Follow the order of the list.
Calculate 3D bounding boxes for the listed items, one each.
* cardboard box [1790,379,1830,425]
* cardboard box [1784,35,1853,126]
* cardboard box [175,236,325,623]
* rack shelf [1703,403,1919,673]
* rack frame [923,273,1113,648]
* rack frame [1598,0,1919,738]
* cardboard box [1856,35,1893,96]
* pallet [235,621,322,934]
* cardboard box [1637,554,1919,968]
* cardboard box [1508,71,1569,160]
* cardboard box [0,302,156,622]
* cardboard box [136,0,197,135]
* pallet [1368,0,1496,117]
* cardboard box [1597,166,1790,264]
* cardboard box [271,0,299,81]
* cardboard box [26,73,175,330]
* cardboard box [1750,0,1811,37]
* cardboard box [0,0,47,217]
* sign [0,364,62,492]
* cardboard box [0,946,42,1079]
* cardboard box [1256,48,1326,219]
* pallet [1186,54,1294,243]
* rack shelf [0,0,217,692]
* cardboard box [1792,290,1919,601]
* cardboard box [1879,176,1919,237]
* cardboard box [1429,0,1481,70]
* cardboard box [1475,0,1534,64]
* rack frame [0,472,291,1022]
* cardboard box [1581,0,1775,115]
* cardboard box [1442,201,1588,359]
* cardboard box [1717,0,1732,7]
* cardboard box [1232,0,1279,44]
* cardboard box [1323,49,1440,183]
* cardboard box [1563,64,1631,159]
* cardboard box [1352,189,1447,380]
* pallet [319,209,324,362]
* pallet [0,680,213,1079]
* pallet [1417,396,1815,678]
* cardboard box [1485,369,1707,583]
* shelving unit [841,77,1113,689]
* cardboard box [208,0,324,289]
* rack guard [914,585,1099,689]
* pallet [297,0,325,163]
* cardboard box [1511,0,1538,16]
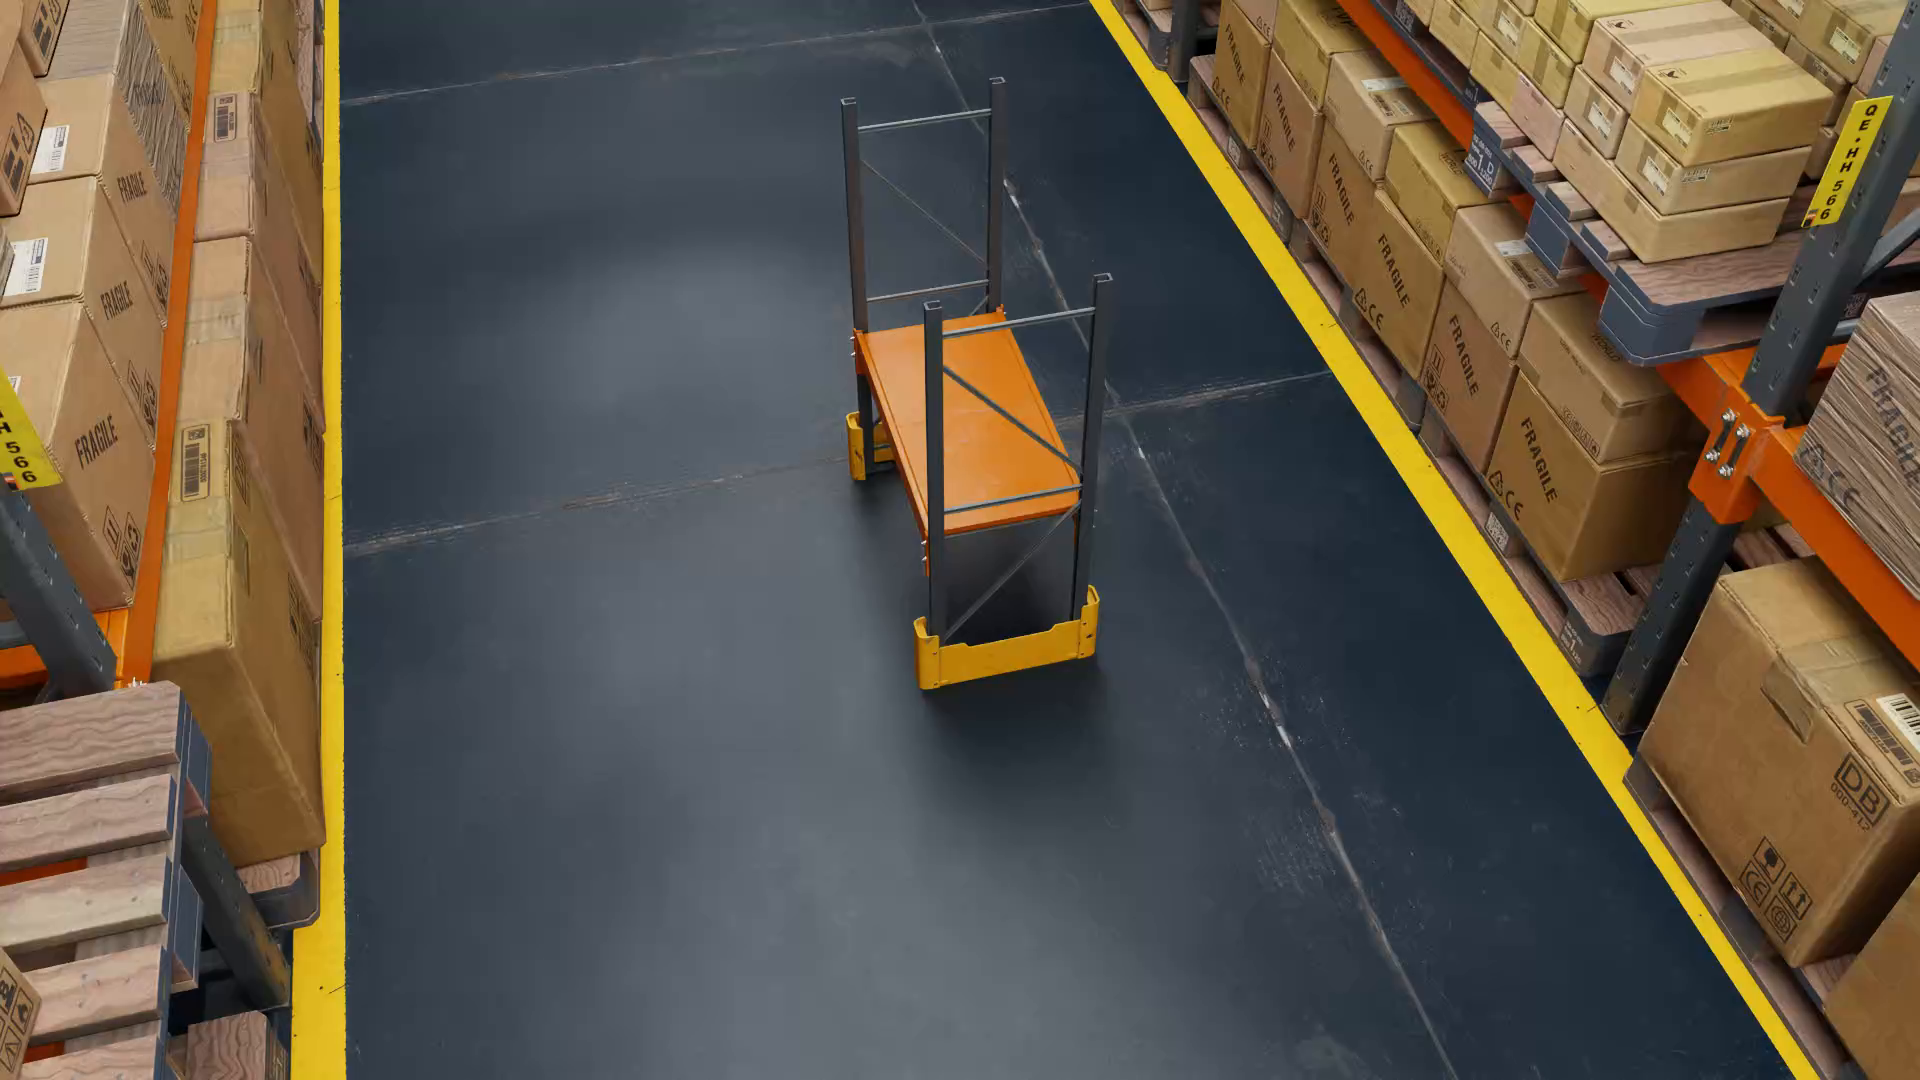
[{"bbox_3d":[2.564,-0.625,5.194,0.500,0.250,0.500,-13,47,-12],"label":"cardboard box"},{"bbox_3d":[2.506,-1.291,4.588,0.380,0.149,0.250,-9,46,-8],"label":"cardboard box"},{"bbox_3d":[-2.691,-0.234,5.072,1.225,0.875,0.875,-11,47,-10],"label":"cardboard box"},{"bbox_3d":[3.019,1.062,3.112,1.077,0.370,4.000,-11,47,-10],"label":"rack shelf"},{"bbox_3d":[0.152,-0.115,4.813,0.500,1.500,0.032,-11,47,-10],"label":"rack frame"},{"bbox_3d":[2.507,-0.570,4.209,1.000,3.000,0.127,-11,47,-10],"label":"rack frame"},{"bbox_3d":[2.574,-1.195,4.286,0.380,0.149,0.250,-11,47,-10],"label":"cardboard box"},{"bbox_3d":[-2.443,0.685,4.931,1.003,0.211,1.213,-11,47,-10],"label":"pallet"},{"bbox_3d":[2.576,0.507,4.434,1.050,0.750,0.750,-11,47,-11],"label":"cardboard box"},{"bbox_3d":[1.808,-1.235,4.742,0.380,0.149,0.250,-10,46,-10],"label":"cardboard box"},{"bbox_3d":[-2.175,-0.154,3.730,0.500,0.500,0.500,-9,46,-9],"label":"cardboard box"},{"bbox_3d":[-2.694,-1.555,5.103,0.500,0.500,0.500,-11,47,-11],"label":"cardboard box"},{"bbox_3d":[1.960,-1.862,5.609,1.003,0.211,1.213,-11,47,-10],"label":"pallet"},{"bbox_3d":[1.936,-0.886,4.400,0.380,0.149,0.250,-10,46,-10],"label":"cardboard box"},{"bbox_3d":[-3.430,-2.368,7.165,0.875,0.875,0.875,-11,47,-10],"label":"cardboard box"},{"bbox_3d":[-2.444,-0.862,4.425,0.500,0.500,0.500,-11,47,-11],"label":"cardboard box"},{"bbox_3d":[2.446,-1.547,4.631,0.380,0.149,0.250,-11,47,-11],"label":"cardboard box"},{"bbox_3d":[-2.650,-1.078,3.933,0.797,0.503,0.637,-10,46,-9],"label":"cardboard box"},{"bbox_3d":[-1.792,-0.217,3.107,0.100,0.325,0.005,-11,47,-10],"label":"sign"},{"bbox_3d":[-1.897,0.817,2.485,0.700,0.500,0.500,-4,46,-4],"label":"cardboard box"},{"bbox_3d":[1.552,-1.680,6.753,0.500,0.500,0.500,-9,46,-9],"label":"cardboard box"},{"bbox_3d":[1.683,-1.819,7.385,1.003,0.211,1.213,-11,47,-10],"label":"pallet"},{"bbox_3d":[-2.826,-0.862,4.998,1.077,0.370,4.000,-11,47,-10],"label":"rack shelf"},{"bbox_3d":[2.361,-0.246,3.821,0.500,0.500,0.500,-10,46,-10],"label":"cardboard box"},{"bbox_3d":[2.587,-0.975,4.487,0.380,0.149,0.250,-11,47,-11],"label":"cardboard box"},{"bbox_3d":[1.677,-1.593,5.093,0.380,0.149,0.250,-13,47,-12],"label":"cardboard box"},{"bbox_3d":[1.737,-1.529,4.822,0.380,0.149,0.250,-11,47,-10],"label":"cardboard box"},{"bbox_3d":[-2.314,0.267,3.388,1.000,3.000,0.127,-11,47,-10],"label":"rack frame"},{"bbox_3d":[1.876,-1.266,4.356,0.380,0.149,0.250,-11,47,-11],"label":"cardboard box"},{"bbox_3d":[1.938,-0.876,5.439,0.500,0.250,0.500,-10,46,-10],"label":"cardboard box"},{"bbox_3d":[2.369,-1.649,4.939,0.380,0.149,0.250,-11,47,-10],"label":"cardboard box"},{"bbox_3d":[1.416,-2.308,6.843,0.500,0.250,0.500,-13,47,-12],"label":"cardboard box"},{"bbox_3d":[1.681,-1.588,6.137,0.500,0.250,0.500,-9,46,-9],"label":"cardboard box"},{"bbox_3d":[1.870,-1.175,4.475,0.380,0.149,0.250,-9,46,-9],"label":"cardboard box"},{"bbox_3d":[1.805,-0.970,6.057,0.500,0.500,0.500,-13,47,-12],"label":"cardboard box"},{"bbox_3d":[-3.068,-1.000,6.582,1.003,0.211,1.213,-11,47,-10],"label":"pallet"},{"bbox_3d":[-2.029,0.806,2.994,1.213,0.211,1.003,-11,47,-10],"label":"pallet"},{"bbox_3d":[2.308,-0.134,5.734,1.003,0.211,1.213,-11,47,-10],"label":"pallet"},{"bbox_3d":[2.085,-0.249,5.350,0.500,0.500,0.500,-11,47,-11],"label":"cardboard box"},{"bbox_3d":[0.020,-0.472,5.163,0.587,1.500,1.083,-11,47,-10],"label":"shelving unit"},{"bbox_3d":[-3.155,-1.460,6.274,1.225,0.875,0.875,-11,47,-10],"label":"cardboard box"},{"bbox_3d":[0.147,0.309,5.272,0.587,0.250,0.087,-11,47,-10],"label":"rack guard"},{"bbox_3d":[-3.457,-2.058,7.619,1.003,0.211,1.213,-11,47,-10],"label":"pallet"},{"bbox_3d":[1.737,-1.630,4.713,0.380,0.149,0.250,-9,46,-9],"label":"cardboard box"}]
